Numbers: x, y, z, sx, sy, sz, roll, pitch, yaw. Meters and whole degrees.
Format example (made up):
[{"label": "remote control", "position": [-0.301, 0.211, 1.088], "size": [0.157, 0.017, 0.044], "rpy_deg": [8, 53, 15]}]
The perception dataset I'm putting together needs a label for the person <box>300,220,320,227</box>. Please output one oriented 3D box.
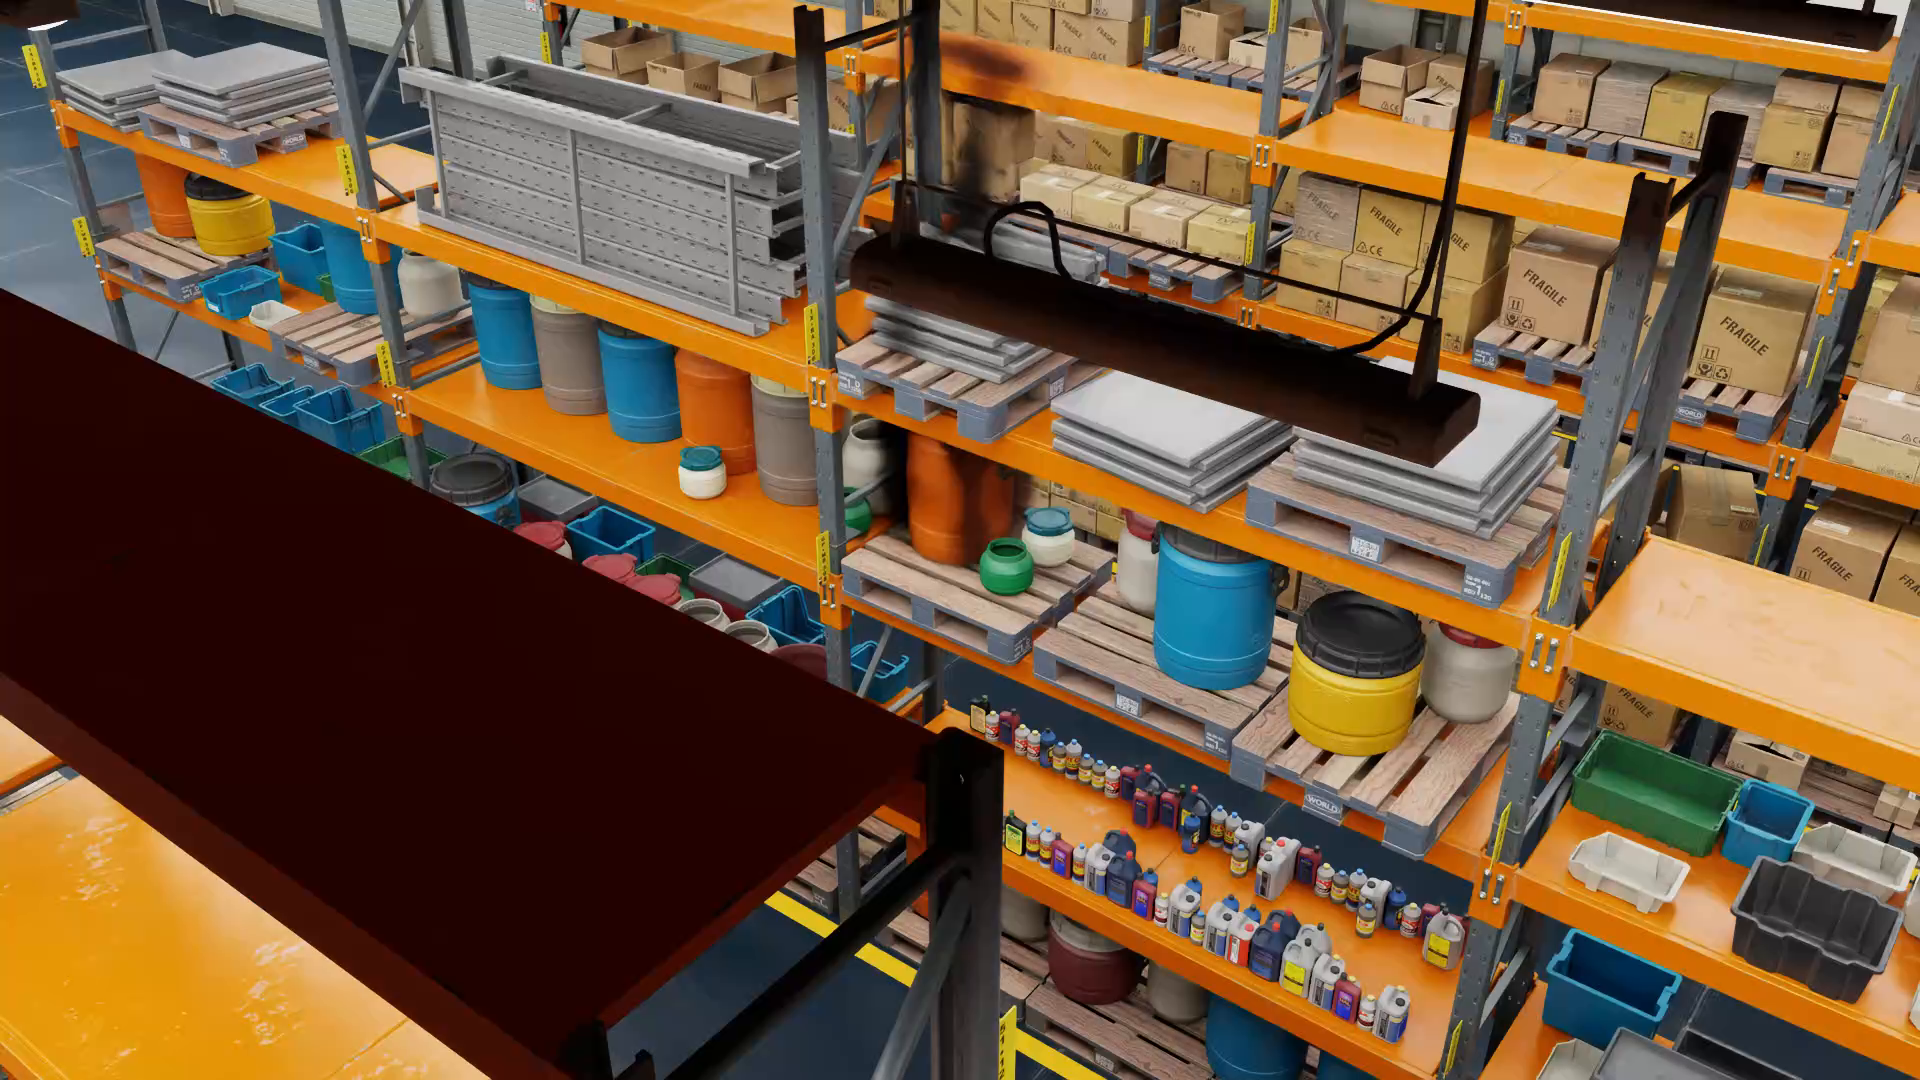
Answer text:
[{"label": "person", "position": [-7.336, -3.509, 19.472], "size": [0.667, 1.670, 0.550], "rpy_deg": [-15, 34, -23]}]
